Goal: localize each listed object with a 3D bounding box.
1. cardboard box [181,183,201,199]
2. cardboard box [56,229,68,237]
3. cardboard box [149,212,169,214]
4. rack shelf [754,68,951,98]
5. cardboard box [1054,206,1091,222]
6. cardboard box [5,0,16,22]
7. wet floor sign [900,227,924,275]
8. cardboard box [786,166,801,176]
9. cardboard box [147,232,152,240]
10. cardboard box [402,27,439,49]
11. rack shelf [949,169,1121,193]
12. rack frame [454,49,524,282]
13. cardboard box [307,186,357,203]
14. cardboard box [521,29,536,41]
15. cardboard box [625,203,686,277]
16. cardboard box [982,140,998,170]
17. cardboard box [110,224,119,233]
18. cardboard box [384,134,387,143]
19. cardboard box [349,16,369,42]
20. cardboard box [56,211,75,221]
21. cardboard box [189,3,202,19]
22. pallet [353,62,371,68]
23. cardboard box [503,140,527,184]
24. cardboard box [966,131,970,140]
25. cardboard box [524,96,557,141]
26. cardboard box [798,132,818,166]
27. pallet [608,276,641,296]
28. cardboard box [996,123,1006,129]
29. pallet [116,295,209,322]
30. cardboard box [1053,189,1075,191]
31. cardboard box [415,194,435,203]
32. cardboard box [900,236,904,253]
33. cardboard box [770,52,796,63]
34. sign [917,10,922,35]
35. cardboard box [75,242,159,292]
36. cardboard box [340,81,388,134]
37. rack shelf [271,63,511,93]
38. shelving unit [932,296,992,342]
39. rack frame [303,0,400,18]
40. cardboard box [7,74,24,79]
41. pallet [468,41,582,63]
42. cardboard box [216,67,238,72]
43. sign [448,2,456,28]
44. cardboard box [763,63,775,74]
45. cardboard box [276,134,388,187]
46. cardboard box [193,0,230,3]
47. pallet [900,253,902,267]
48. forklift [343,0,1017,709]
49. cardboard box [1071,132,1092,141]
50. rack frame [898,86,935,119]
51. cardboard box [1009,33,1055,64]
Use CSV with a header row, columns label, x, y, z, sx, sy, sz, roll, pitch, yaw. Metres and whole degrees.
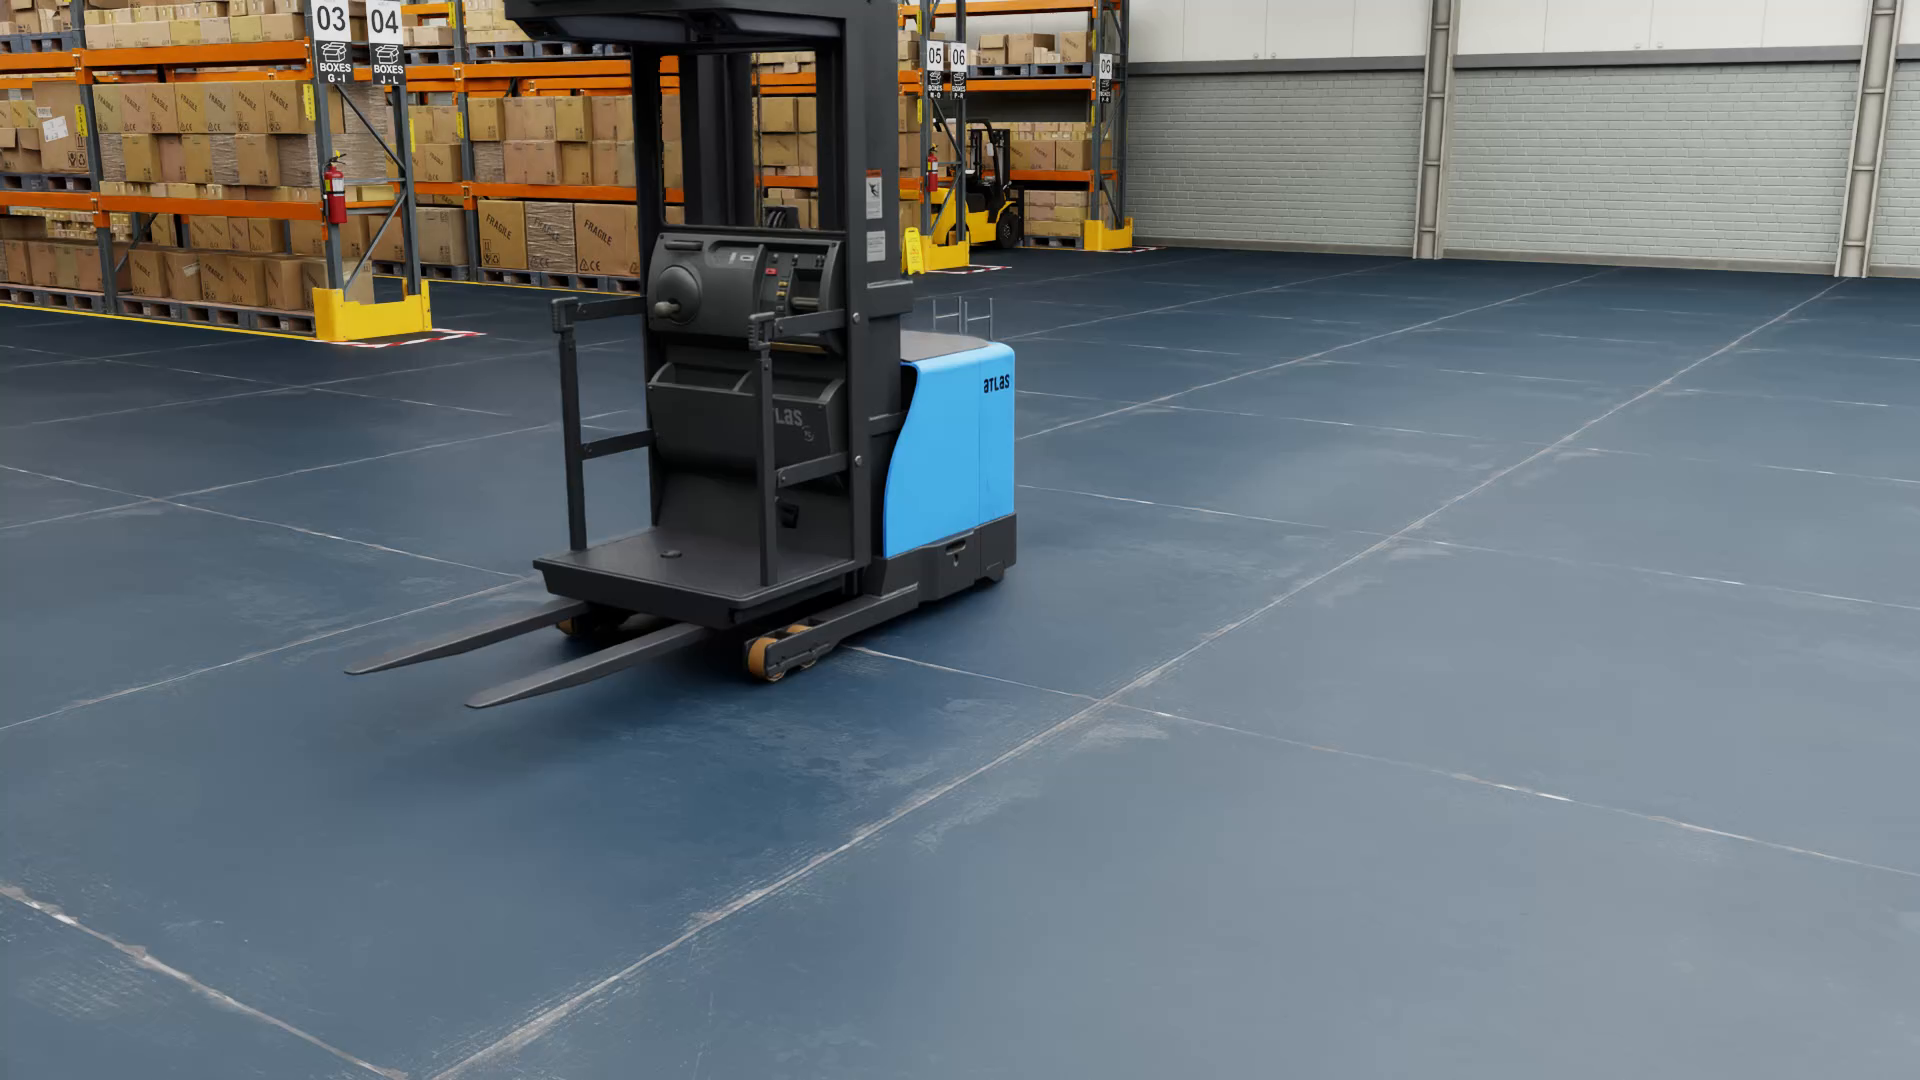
label,x,y,z,sx,sy,sz,roll,pitch,yaw
cardboard box,-7.830,-3.624,17.243,0.250,0.149,0.380,9,17,33
cardboard box,-14.895,-5.131,27.867,0.250,0.149,0.380,8,16,30
cardboard box,-12.413,-5.284,26.194,0.500,0.250,0.500,8,16,30
rack shelf,-1.902,-6.848,24.998,4.000,0.370,1.077,9,17,33
cardboard box,1.946,-5.578,28.420,0.500,0.250,0.500,9,16,32
cardboard box,-11.042,-6.167,19.501,0.500,0.500,0.500,10,17,34
wet floor sign,-0.682,-4.091,23.507,0.267,0.644,0.232,-10,17,-35
cardboard box,-2.423,-5.608,25.256,0.250,0.149,0.380,9,17,33
cardboard box,-13.222,-5.050,27.540,0.250,0.149,0.380,10,17,34
cardboard box,-7.388,-6.766,22.401,0.500,0.250,0.500,9,17,32
rack shelf,0.865,-6.382,29.359,4.000,0.370,1.077,9,17,33
rack frame,-6.240,-5.009,22.314,0.127,3.000,1.000,9,17,33
cardboard box,-6.125,-3.372,16.225,0.250,0.149,0.380,9,17,33
cardboard box,-5.282,-6.342,20.900,0.250,0.149,0.380,9,16,32
cardboard box,-3.521,-3.722,20.666,0.875,0.875,0.875,9,17,33
cardboard box,0.696,-6.730,29.061,0.500,0.500,0.500,9,17,33
cardboard box,-13.549,-5.058,26.955,0.250,0.149,0.380,8,16,30
cardboard box,-7.921,-5.812,23.272,0.500,0.500,0.700,9,17,32
cardboard box,-6.029,-4.996,16.333,0.500,0.250,0.500,10,17,34
cardboard box,-14.849,-5.416,27.781,0.250,0.149,0.380,9,17,34
cardboard box,-7.455,-5.270,16.612,0.250,0.149,0.380,8,16,30
pallet,-8.066,-6.684,23.233,1.213,0.211,1.003,10,17,35
cardboard box,-5.458,-4.965,21.826,0.550,0.550,0.875,9,17,33
cardboard box,0.151,-7.120,29.287,0.250,0.149,0.380,9,17,32
cardboard box,-5.061,-5.399,21.331,0.550,0.550,0.875,9,17,33
cardboard box,-2.083,-5.891,25.052,0.500,0.500,0.500,9,17,33
pallet,-3.628,-3.210,20.852,1.213,0.211,1.003,9,17,33
cardboard box,0.834,-7.181,28.914,0.250,0.149,0.380,9,17,34
pallet,-8.515,-2.597,18.373,1.213,0.211,1.003,9,17,33
cardboard box,1.815,-5.986,29.029,0.500,0.250,0.500,9,17,33
cardboard box,-9.640,-6.187,30.623,0.875,0.875,0.875,10,17,35
cardboard box,-1.083,-4.400,24.703,0.500,0.250,0.500,9,17,33
cardboard box,-2.508,-7.286,24.965,0.500,0.250,0.500,9,17,33
sign,-0.569,-7.251,23.286,0.005,0.325,0.100,9,17,33
cardboard box,-9.590,-3.120,18.971,0.500,0.500,0.700,8,16,29
cardboard box,-6.077,-4.303,16.556,0.500,0.500,0.500,9,17,33
rack shelf,-7.900,-6.384,23.123,4.000,0.370,1.077,9,17,33
shelving unit,0.012,-0.580,8.171,0.189,1.200,0.258,9,17,33
rack frame,-5.773,-6.409,15.486,0.127,3.000,1.000,9,17,33
cardboard box,-15.533,-7.818,27.734,0.500,0.250,0.500,10,17,35
pallet,-5.567,-6.310,21.512,1.213,0.211,1.003,9,17,33
cardboard box,-10.597,-7.140,24.473,0.500,0.500,0.500,9,17,33
sign,-6.535,-6.759,21.411,0.005,0.325,0.100,9,17,33
cardboard box,-2.801,-7.154,25.259,0.250,0.149,0.380,10,17,34
cardboard box,-6.214,-3.769,16.479,0.500,0.500,0.875,9,17,33
cardboard box,-7.200,-5.546,16.374,0.500,0.500,0.500,9,17,33
pallet,-0.960,-4.245,25.033,1.213,0.211,1.003,9,17,33
forklift,-0.973,-1.024,6.361,1.130,2.935,3.031,9,17,32
cardboard box,2.081,-6.817,28.061,0.250,0.149,0.380,9,17,34
rack frame,-0.794,-6.999,30.356,0.127,3.000,1.000,9,17,33
cardboard box,1.227,-8.388,28.433,0.500,0.500,0.700,9,17,33
